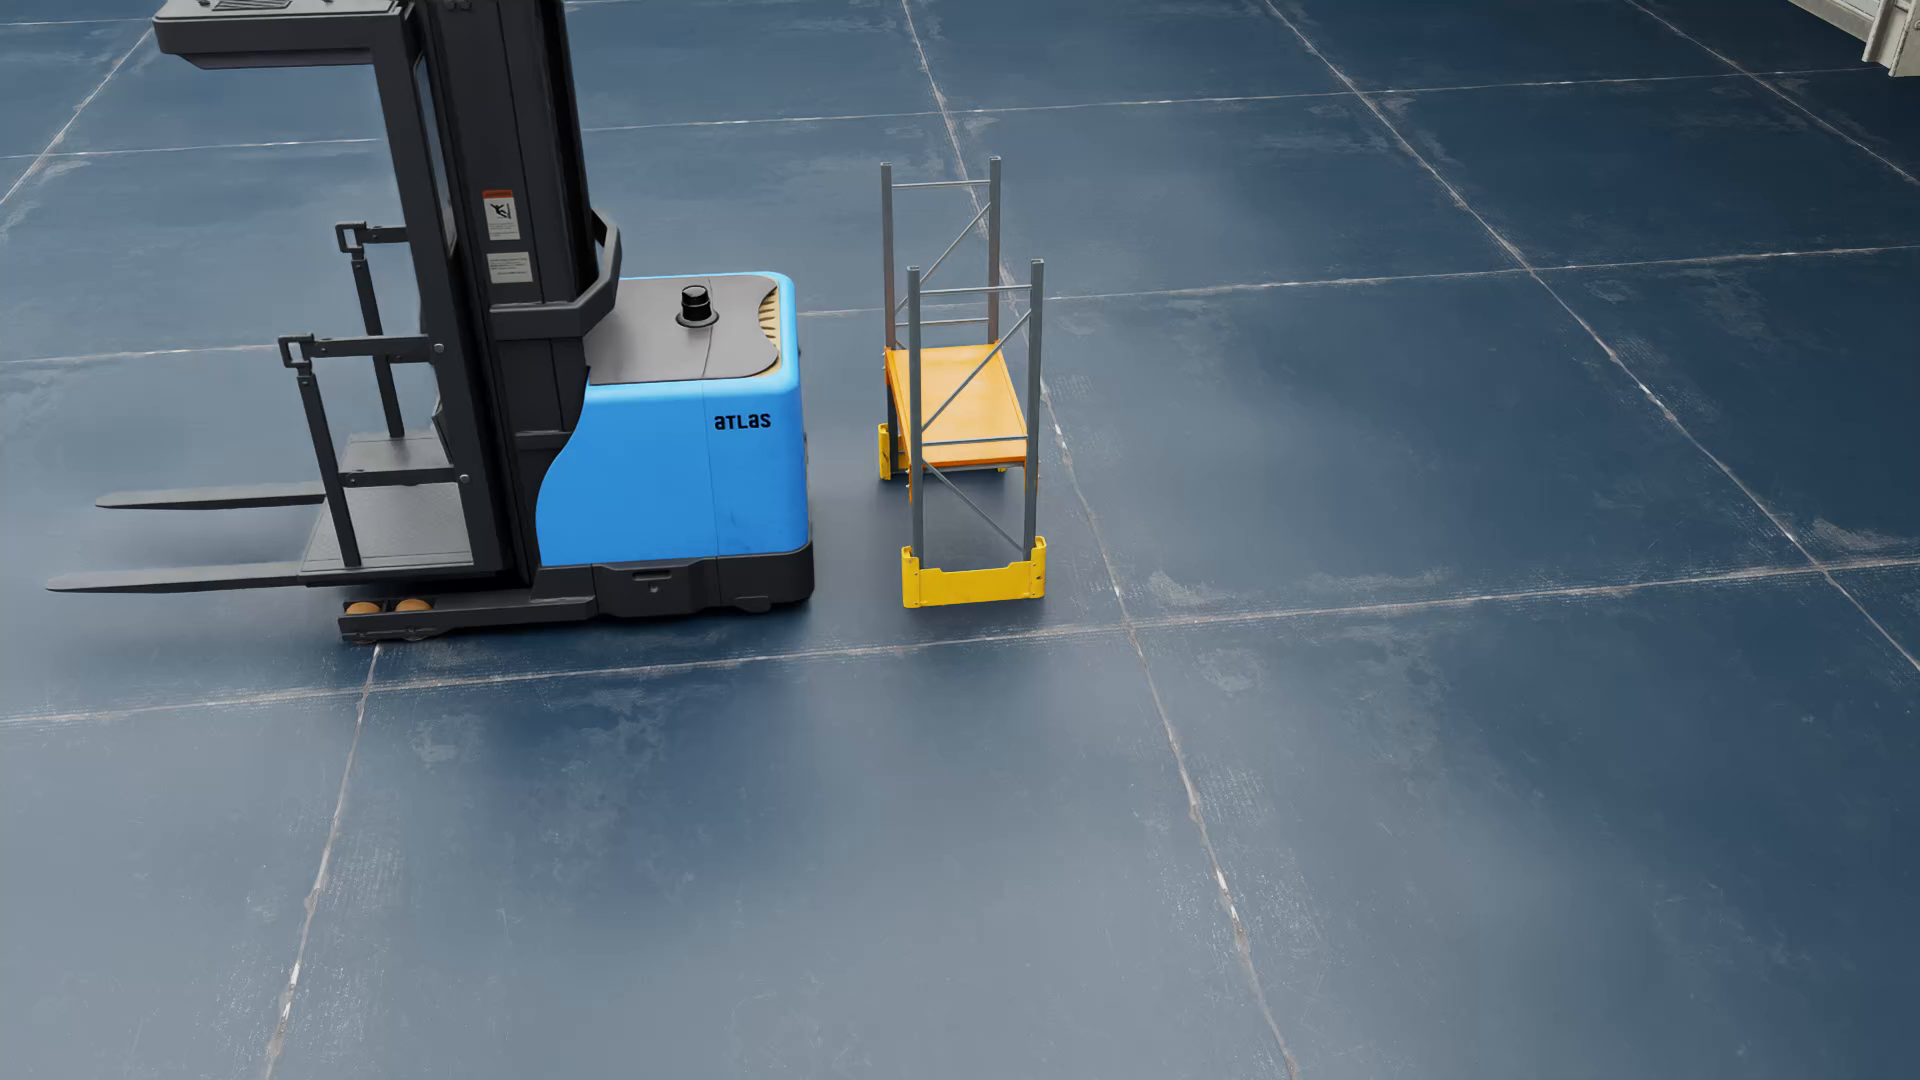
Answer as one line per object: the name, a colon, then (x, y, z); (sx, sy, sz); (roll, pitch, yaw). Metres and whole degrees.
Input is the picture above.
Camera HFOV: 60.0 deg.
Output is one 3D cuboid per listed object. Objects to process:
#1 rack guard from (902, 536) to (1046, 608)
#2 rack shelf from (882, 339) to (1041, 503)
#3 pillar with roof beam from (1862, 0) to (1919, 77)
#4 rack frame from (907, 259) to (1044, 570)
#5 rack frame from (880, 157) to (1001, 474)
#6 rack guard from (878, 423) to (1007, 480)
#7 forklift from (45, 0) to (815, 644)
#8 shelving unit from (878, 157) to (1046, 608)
rack guard: (0.057, 0.132, 6.834); (0.587, 0.250, 0.087); (-4, 35, -6)
rack shelf: (-0.011, -0.519, 6.999); (0.538, 0.185, 1.000); (-4, 35, -6)
pillar with roof beam: (2.736, -6.932, 9.431); (9.100, 9.000, 0.400); (-4, 35, -6)
rack frame: (0.057, -0.384, 6.481); (0.500, 1.500, 0.032); (-4, 35, -6)
rack frame: (-0.080, -0.951, 7.314); (0.500, 1.500, 0.032); (-4, 35, -6)
rack guard: (-0.077, -0.424, 7.650); (0.587, 0.250, 0.087); (-4, 35, -6)
forklift: (-2.148, -1.110, 6.277); (3.031, 2.935, 1.130); (-3, 34, -5)
shelving unit: (-0.010, -0.662, 6.890); (0.587, 1.500, 1.083); (-4, 35, -6)
